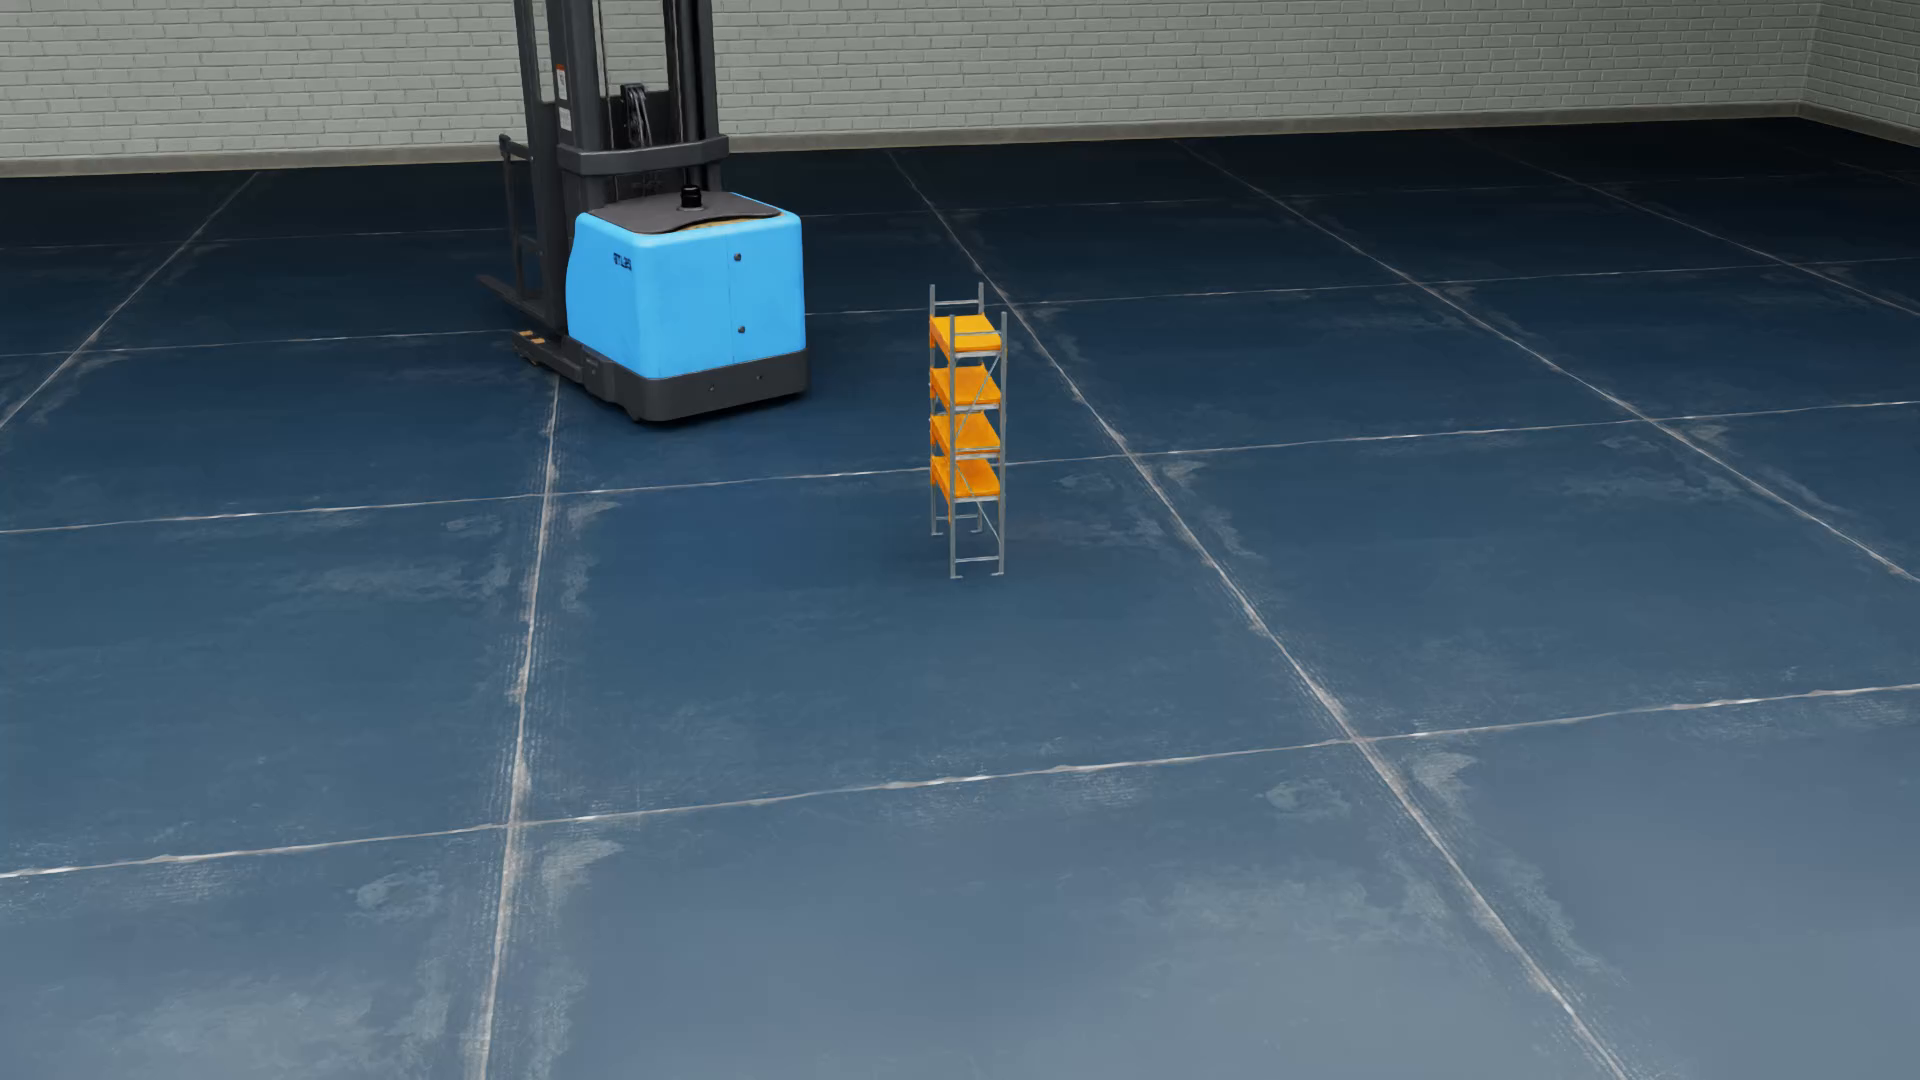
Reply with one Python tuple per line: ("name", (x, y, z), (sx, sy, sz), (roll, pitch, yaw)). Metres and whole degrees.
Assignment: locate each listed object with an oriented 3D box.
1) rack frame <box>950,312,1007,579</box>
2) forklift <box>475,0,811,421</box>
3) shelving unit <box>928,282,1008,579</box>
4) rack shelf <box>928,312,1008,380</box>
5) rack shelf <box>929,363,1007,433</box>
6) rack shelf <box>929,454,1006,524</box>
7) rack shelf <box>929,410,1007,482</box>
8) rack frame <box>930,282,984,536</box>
("rack frame", (0.076, -0.389, 7.141), (0.240, 1.200, 0.015), (-4, 24, -10))
("forklift", (-2.135, -2.518, 9.854), (1.130, 2.935, 3.031), (-16, 28, -33))
("shelving unit", (0.031, -0.485, 7.361), (0.258, 1.200, 0.503), (-4, 24, -10))
("rack shelf", (0.031, -0.845, 7.203), (0.258, 0.148, 0.480), (-4, 24, -10))
("rack shelf", (0.031, -0.628, 7.298), (0.258, 0.148, 0.480), (-4, 24, -10))
("rack shelf", (0.031, -0.241, 7.467), (0.258, 0.148, 0.480), (-4, 24, -10))
("rack shelf", (0.031, -0.423, 7.388), (0.258, 0.148, 0.480), (-4, 24, -10))
("rack frame", (-0.015, -0.581, 7.581), (0.240, 1.200, 0.015), (-4, 24, -10))
